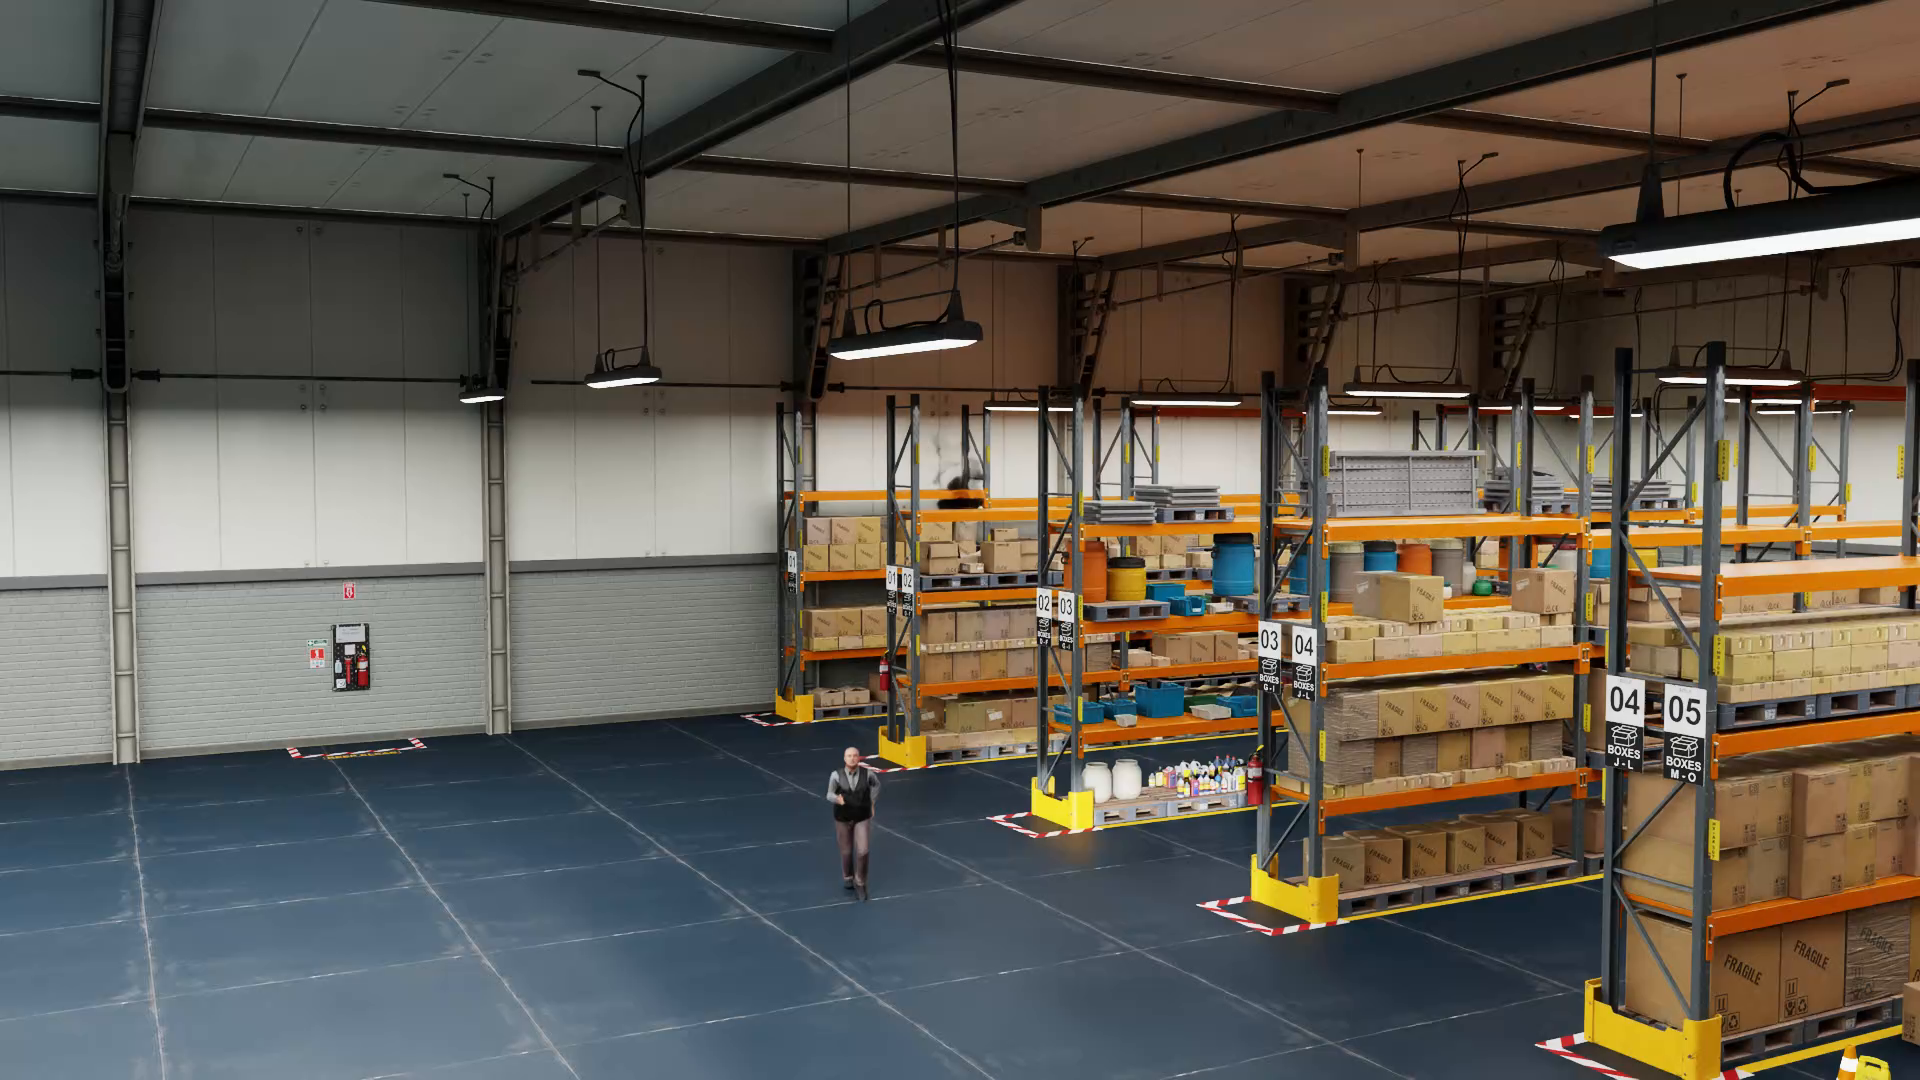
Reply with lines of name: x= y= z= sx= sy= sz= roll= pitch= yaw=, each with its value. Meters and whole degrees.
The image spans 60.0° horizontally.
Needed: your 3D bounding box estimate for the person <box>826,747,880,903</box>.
person: x=-1.220 y=3.239 z=18.991 sx=0.609 sy=1.756 sz=0.786 roll=0 pitch=3 yaw=-1
